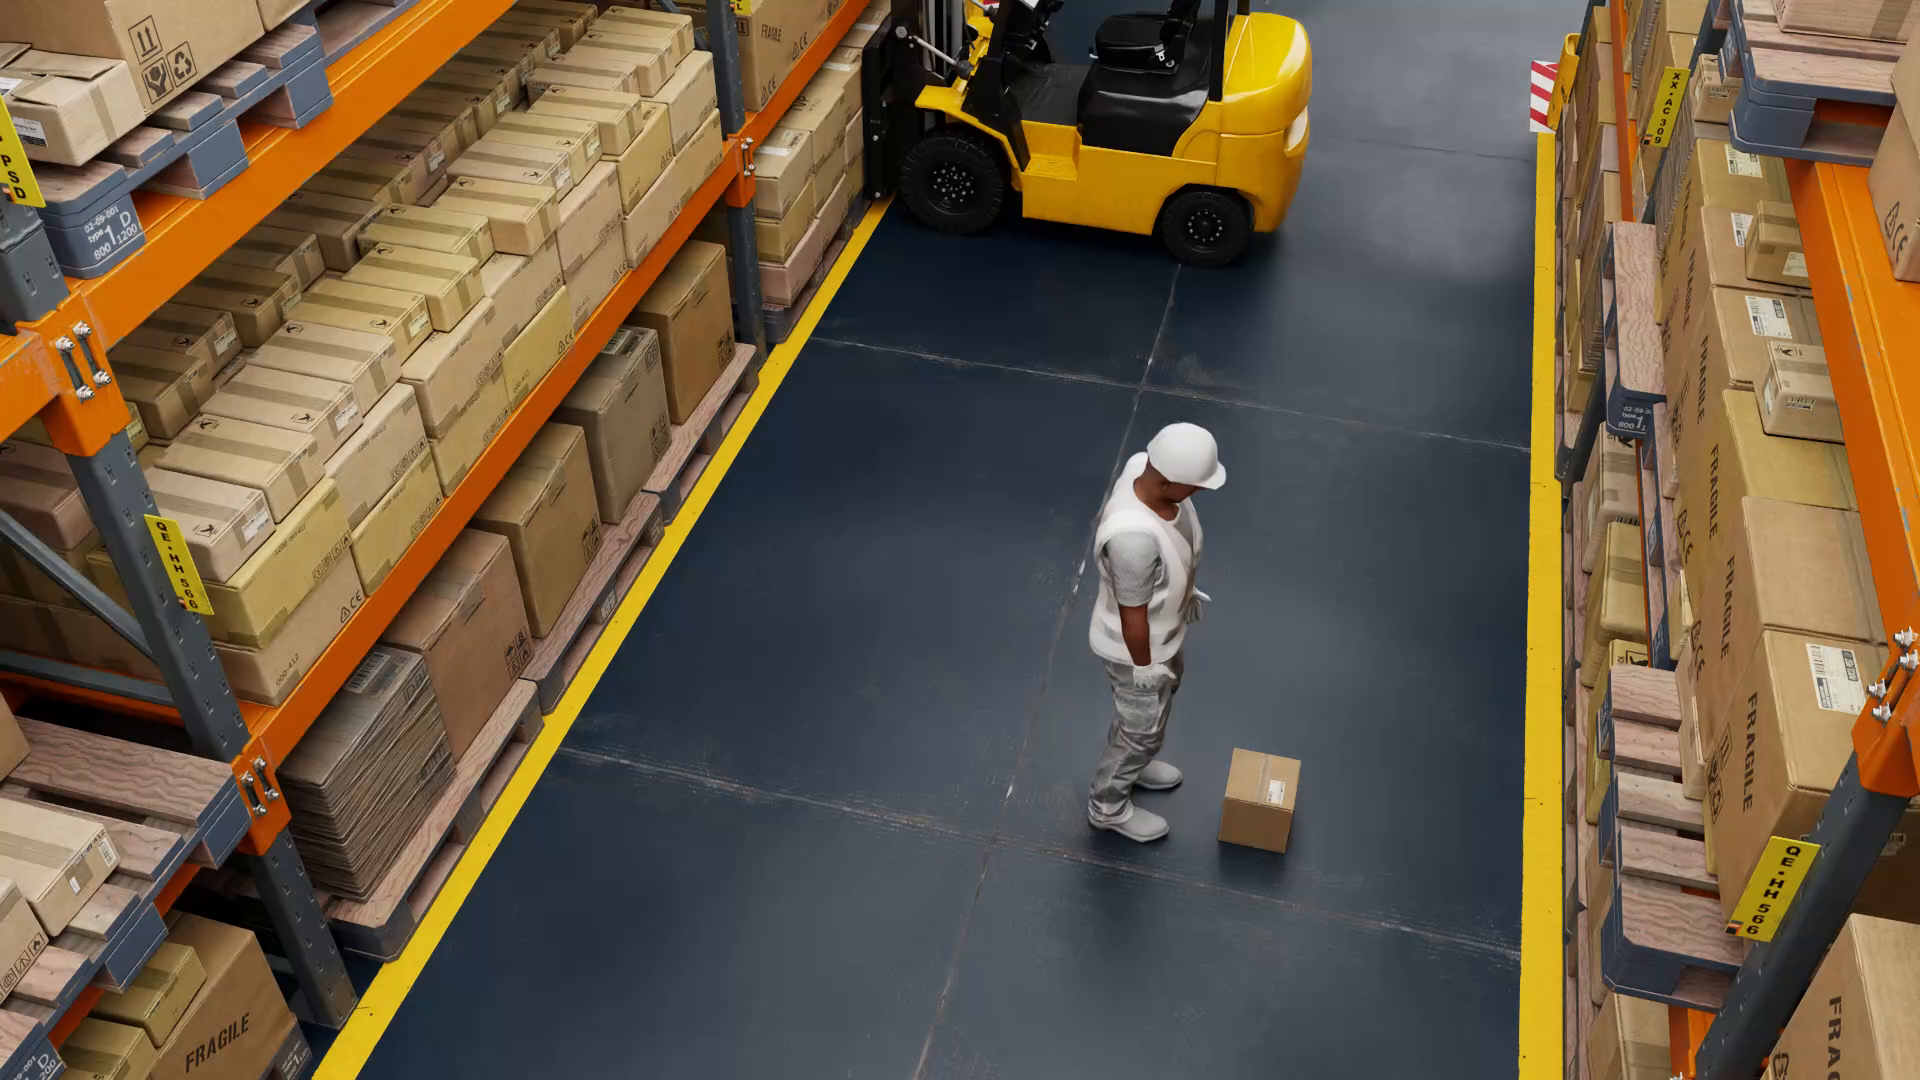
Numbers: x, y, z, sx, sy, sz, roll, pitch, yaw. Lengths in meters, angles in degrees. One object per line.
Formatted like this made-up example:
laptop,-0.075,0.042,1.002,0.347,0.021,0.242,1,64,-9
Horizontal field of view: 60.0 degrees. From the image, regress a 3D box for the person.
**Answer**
person,0.659,0.305,5.802,0.389,1.763,0.557,11,42,12
